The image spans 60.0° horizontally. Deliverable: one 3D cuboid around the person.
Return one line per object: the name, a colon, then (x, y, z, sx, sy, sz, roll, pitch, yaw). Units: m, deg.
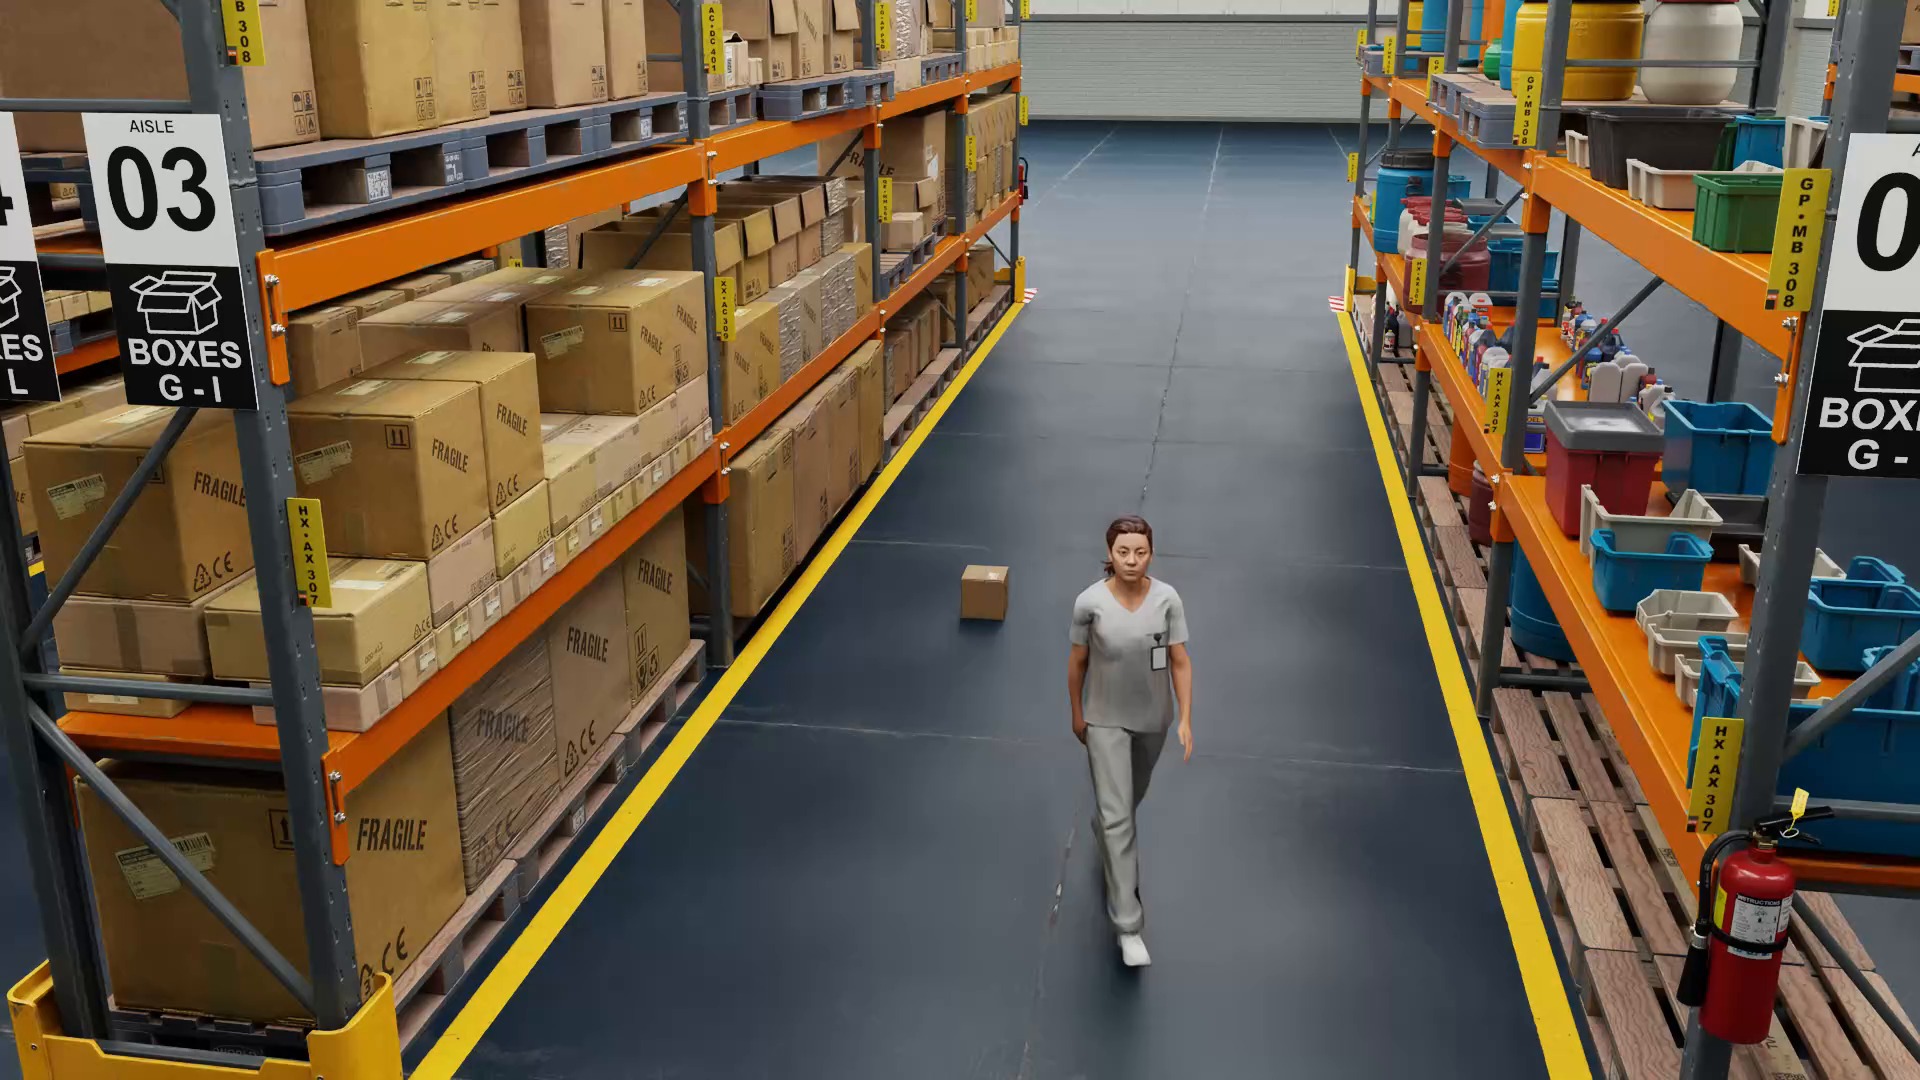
person: (0.663, 0.697, 6.393, 0.451, 1.611, 1.048, -3, 18, -10)
